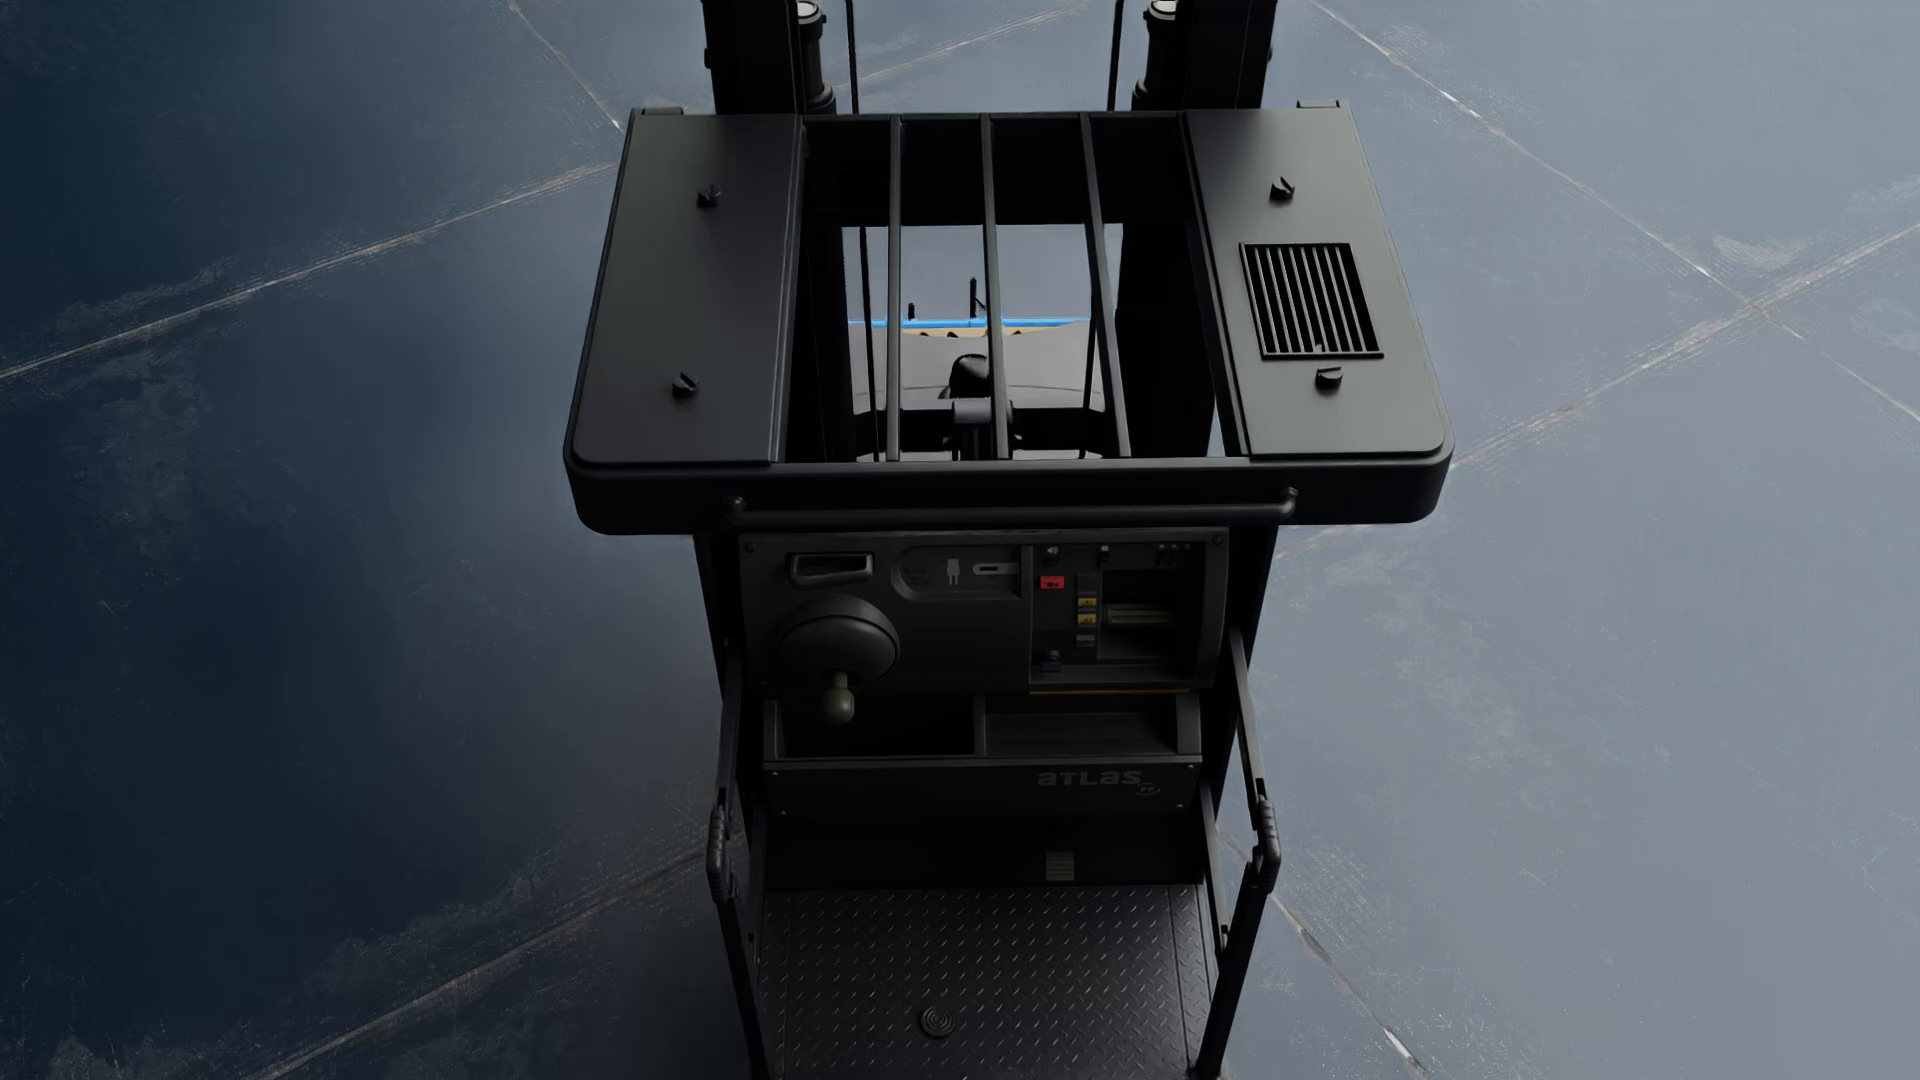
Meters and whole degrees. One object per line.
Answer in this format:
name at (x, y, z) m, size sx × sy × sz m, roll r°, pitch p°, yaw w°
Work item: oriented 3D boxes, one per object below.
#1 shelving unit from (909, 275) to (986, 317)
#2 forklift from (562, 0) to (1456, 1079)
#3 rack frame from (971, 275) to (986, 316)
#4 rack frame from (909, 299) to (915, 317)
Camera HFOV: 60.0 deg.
shelving unit at (0.008, -0.335, 4.946) m, size 0.210 × 0.900 × 0.258 m, roll -24°, pitch 53°, yaw -20°
forklift at (0.053, 0.255, 3.061) m, size 1.130 × 2.935 × 3.031 m, roll -1°, pitch 48°, yaw -1°
rack frame at (0.095, -0.374, 4.981) m, size 0.006 × 0.900 × 0.240 m, roll -24°, pitch 53°, yaw -20°
rack frame at (-0.078, -0.295, 4.911) m, size 0.006 × 0.900 × 0.240 m, roll -24°, pitch 53°, yaw -20°
